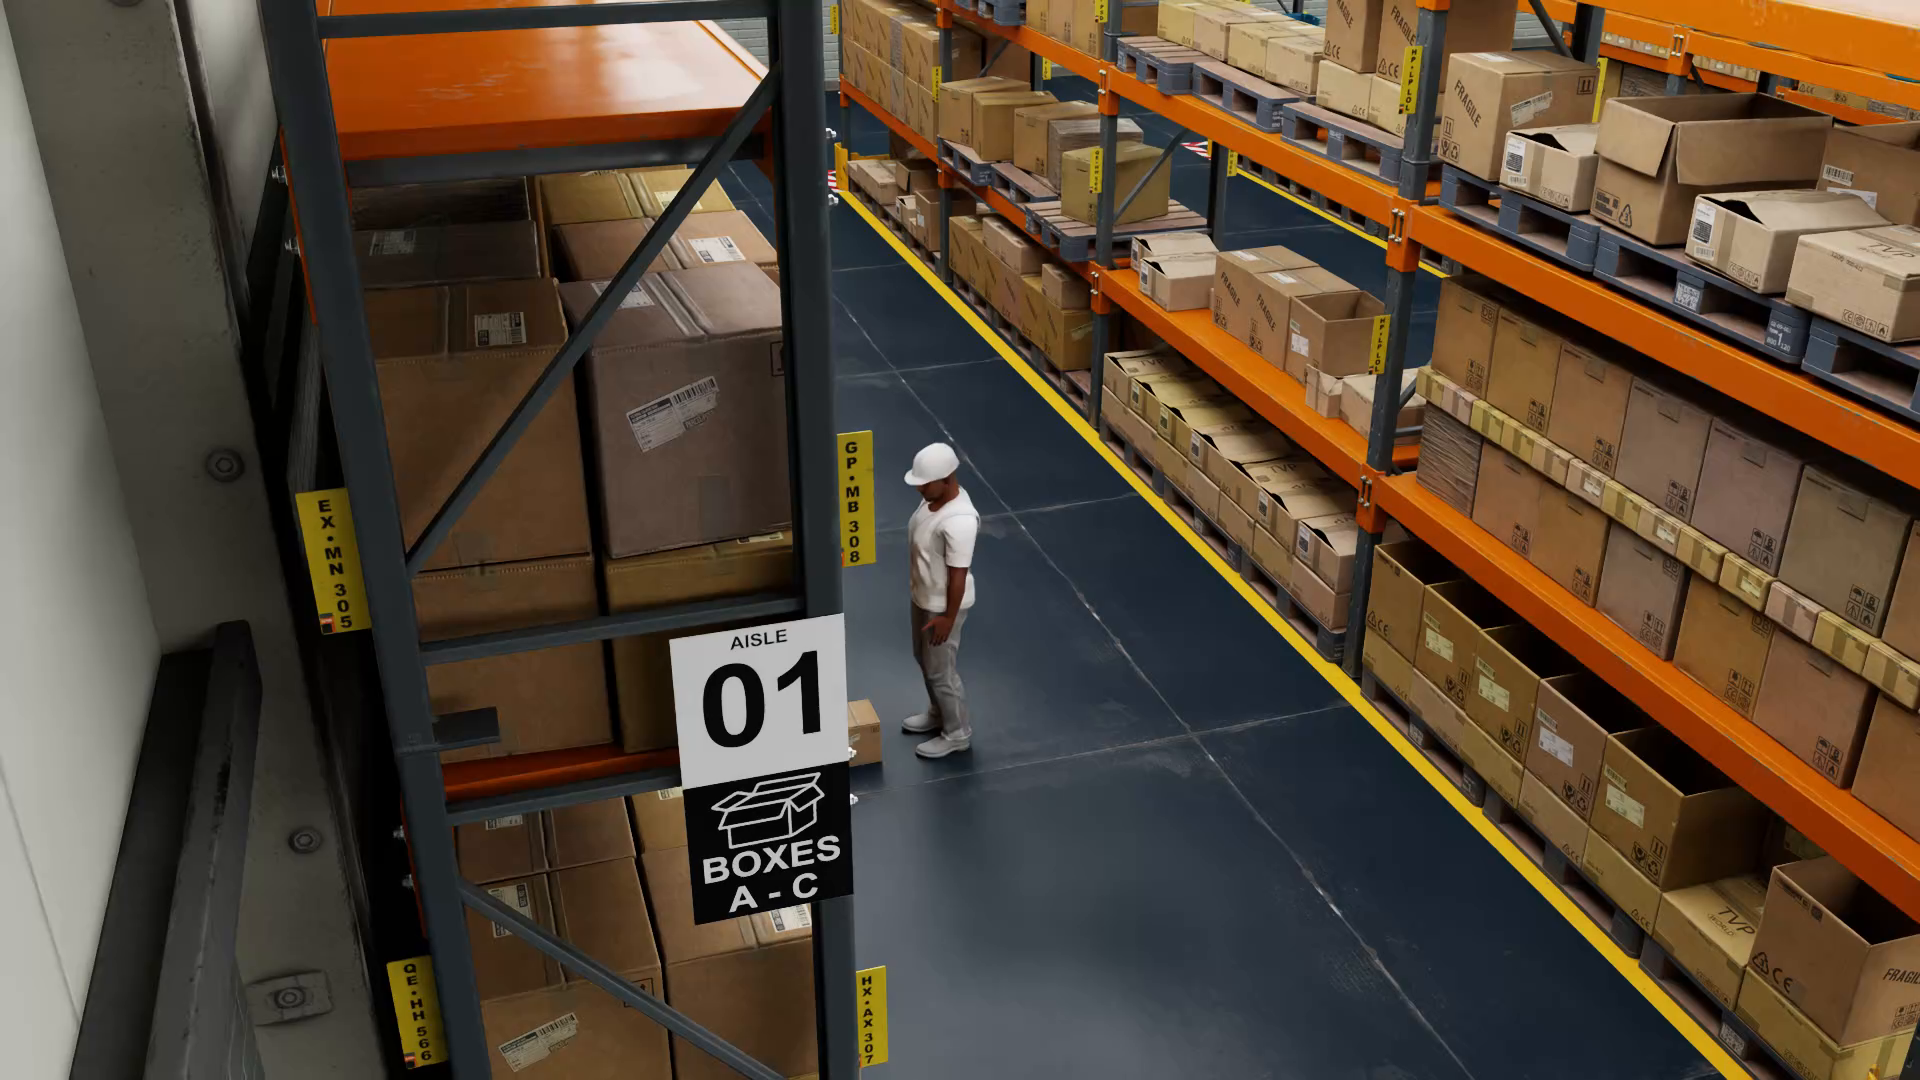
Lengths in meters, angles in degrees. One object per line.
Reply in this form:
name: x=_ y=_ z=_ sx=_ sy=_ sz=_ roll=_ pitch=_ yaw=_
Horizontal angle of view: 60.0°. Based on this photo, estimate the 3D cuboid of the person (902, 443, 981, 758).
person: x=-0.101 y=0.306 z=8.721 sx=0.368 sy=1.759 sz=0.568 roll=-8 pitch=27 yaw=-15
